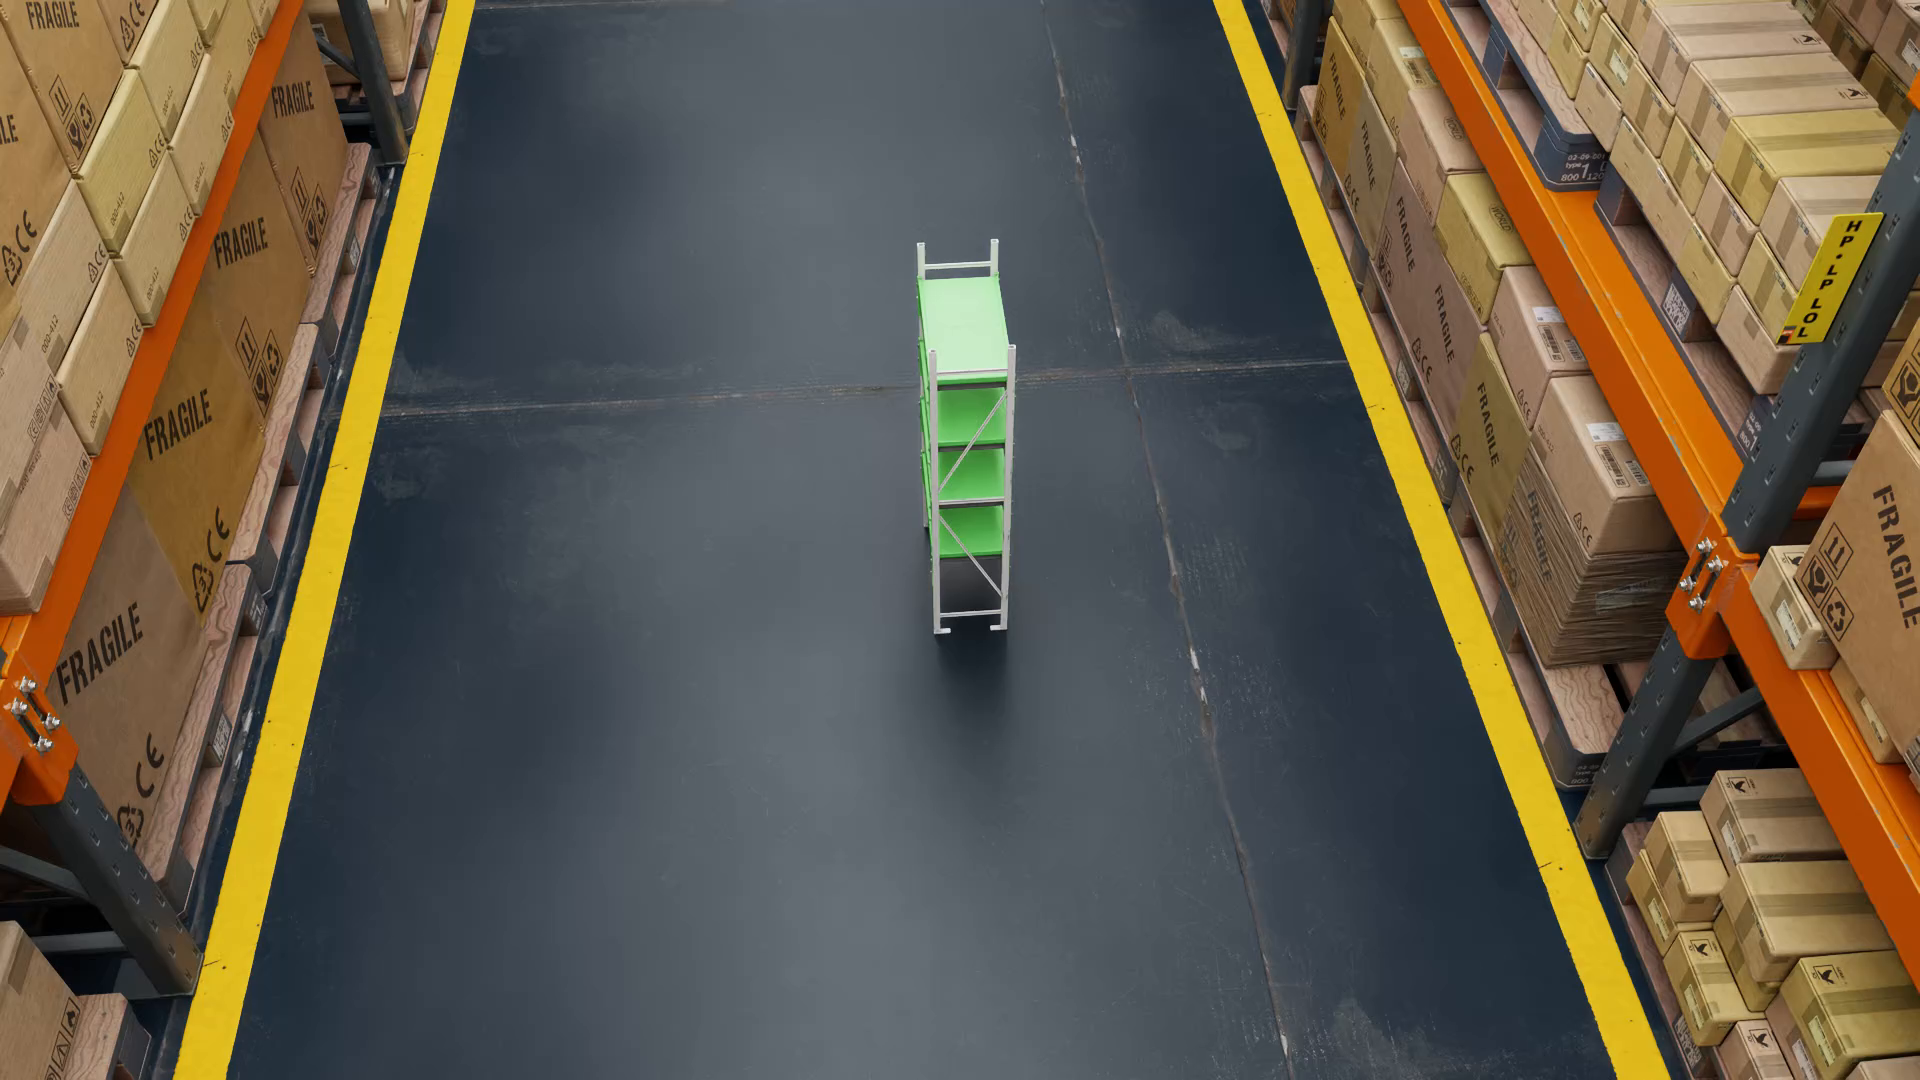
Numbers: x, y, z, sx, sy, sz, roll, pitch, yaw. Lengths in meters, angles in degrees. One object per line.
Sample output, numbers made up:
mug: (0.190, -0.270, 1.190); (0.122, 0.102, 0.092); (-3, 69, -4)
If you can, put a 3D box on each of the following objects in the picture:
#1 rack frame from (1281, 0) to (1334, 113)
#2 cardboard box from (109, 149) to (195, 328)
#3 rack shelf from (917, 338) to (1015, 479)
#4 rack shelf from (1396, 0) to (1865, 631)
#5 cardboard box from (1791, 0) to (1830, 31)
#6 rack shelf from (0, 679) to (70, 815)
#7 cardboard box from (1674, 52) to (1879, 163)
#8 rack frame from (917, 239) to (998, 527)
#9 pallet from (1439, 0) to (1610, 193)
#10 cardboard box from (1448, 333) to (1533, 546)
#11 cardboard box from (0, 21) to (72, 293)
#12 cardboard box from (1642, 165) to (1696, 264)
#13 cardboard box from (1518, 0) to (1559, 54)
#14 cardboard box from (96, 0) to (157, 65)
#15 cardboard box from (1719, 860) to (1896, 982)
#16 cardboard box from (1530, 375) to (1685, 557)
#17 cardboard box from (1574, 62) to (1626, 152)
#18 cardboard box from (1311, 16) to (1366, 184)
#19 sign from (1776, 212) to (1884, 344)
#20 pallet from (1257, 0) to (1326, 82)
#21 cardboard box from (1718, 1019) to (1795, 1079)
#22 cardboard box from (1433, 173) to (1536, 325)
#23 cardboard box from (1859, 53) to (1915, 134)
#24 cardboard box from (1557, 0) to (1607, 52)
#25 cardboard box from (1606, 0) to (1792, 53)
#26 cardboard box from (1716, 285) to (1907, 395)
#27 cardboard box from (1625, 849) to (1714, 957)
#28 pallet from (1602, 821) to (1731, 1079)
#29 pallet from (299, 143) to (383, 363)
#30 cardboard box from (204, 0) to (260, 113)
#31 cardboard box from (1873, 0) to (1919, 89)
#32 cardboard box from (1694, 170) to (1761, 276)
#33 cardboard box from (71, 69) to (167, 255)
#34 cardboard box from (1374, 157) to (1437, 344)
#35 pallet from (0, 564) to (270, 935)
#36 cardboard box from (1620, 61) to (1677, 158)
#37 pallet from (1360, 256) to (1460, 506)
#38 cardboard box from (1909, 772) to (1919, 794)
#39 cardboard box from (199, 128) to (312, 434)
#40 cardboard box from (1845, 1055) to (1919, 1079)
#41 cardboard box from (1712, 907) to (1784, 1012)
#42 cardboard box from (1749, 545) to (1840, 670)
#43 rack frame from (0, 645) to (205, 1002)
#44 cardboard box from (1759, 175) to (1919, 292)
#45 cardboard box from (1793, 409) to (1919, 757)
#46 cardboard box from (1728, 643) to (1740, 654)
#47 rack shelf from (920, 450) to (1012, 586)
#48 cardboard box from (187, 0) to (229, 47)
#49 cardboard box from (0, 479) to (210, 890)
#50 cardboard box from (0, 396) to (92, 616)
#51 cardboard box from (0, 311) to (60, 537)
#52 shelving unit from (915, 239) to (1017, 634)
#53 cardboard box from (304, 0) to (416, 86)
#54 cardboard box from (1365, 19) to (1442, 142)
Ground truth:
rack frame: (1.986, -3.061, 6.583); (1.000, 3.000, 0.127); (-3, 47, -3)
cardboard box: (-2.449, -0.821, 4.565); (0.500, 0.250, 0.500); (-4, 47, -4)
rack shelf: (0.014, -0.414, 5.073); (0.258, 0.148, 0.480); (-3, 47, -3)
rack shelf: (2.154, -1.366, 5.473); (1.077, 0.370, 4.000); (-3, 47, -3)
cardboard box: (2.632, -1.589, 4.868); (0.380, 0.149, 0.250); (-4, 47, -4)
rack shelf: (-2.436, 1.902, 2.378); (1.077, 0.370, 4.000); (-3, 47, -3)
cardboard box: (2.050, -1.089, 4.190); (0.380, 0.149, 0.250); (-5, 47, -5)
rack frame: (-0.007, -0.469, 5.368); (0.240, 1.200, 0.015); (-3, 47, -3)
pallet: (2.193, -1.565, 5.298); (1.003, 0.211, 1.213); (-3, 47, -3)
cardboard box: (1.966, -0.343, 5.441); (0.500, 0.500, 0.500); (-4, 47, -4)
cardboard box: (-2.424, -0.873, 3.753); (0.500, 0.500, 0.500); (-4, 47, -4)
cardboard box: (2.049, -0.868, 4.390); (0.380, 0.149, 0.250); (-4, 47, -3)
cardboard box: (1.956, -1.635, 5.116); (0.380, 0.149, 0.250); (-5, 47, -5)
cardboard box: (-2.513, -1.610, 4.451); (0.500, 0.500, 0.500); (-4, 47, -4)
cardboard box: (2.108, 0.929, 4.068); (0.380, 0.149, 0.250); (-1, 47, -1)
cardboard box: (2.007, -0.233, 4.820); (0.500, 0.250, 0.500); (-5, 47, -4)
cardboard box: (2.000, -1.251, 4.752); (0.380, 0.149, 0.250); (-5, 47, -5)
cardboard box: (1.791, -1.818, 6.838); (0.500, 0.500, 0.500); (-5, 47, -5)
sign: (1.768, -0.528, 3.387); (0.100, 0.325, 0.005); (-3, 47, -3)
pallet: (1.995, -2.677, 8.140); (1.003, 0.211, 1.213); (-3, 47, -3)
cardboard box: (2.126, 1.322, 4.107); (0.380, 0.149, 0.250); (-4, 47, -3)
cardboard box: (1.919, -0.987, 5.535); (0.500, 0.250, 0.500); (-5, 47, -5)
cardboard box: (2.678, -1.202, 4.501); (0.380, 0.149, 0.250); (-5, 47, -5)
cardboard box: (1.977, -1.556, 4.837); (0.380, 0.149, 0.250); (-3, 47, -3)
cardboard box: (2.011, -1.457, 4.538); (0.380, 0.149, 0.250); (-5, 47, -5)
cardboard box: (2.091, -0.500, 4.041); (0.380, 0.149, 0.250); (-4, 47, -4)
cardboard box: (2.032, 0.952, 4.456); (0.380, 0.149, 0.250); (-5, 47, -5)
pallet: (2.413, 1.276, 4.396); (1.003, 0.211, 1.213); (-3, 47, -3)
pallet: (-2.947, -1.153, 6.696); (1.003, 0.211, 1.213); (-3, 47, -3)
cardboard box: (-2.552, -1.551, 5.256); (0.500, 0.250, 0.500); (-4, 47, -4)
cardboard box: (2.680, -1.310, 4.399); (0.380, 0.149, 0.250); (-4, 47, -4)
cardboard box: (2.068, -0.793, 4.114); (0.380, 0.149, 0.250); (-3, 47, -3)
cardboard box: (-2.446, -0.991, 4.381); (0.500, 0.250, 0.500); (-3, 47, -3)
cardboard box: (1.885, -1.084, 6.143); (0.500, 0.500, 0.500); (-5, 47, -4)
pallet: (-2.743, 0.613, 5.024); (1.003, 0.211, 1.213); (-3, 47, -3)
cardboard box: (2.023, -1.171, 4.472); (0.380, 0.149, 0.250); (-5, 47, -5)
pallet: (2.149, -0.656, 6.226); (1.003, 0.211, 1.213); (-3, 47, -3)
cardboard box: (2.189, 0.517, 3.368); (0.380, 0.149, 0.250); (-5, 47, -5)
cardboard box: (-2.892, -0.950, 5.758); (0.875, 0.875, 0.875); (-3, 47, -3)
cardboard box: (2.222, 1.297, 3.720); (0.380, 0.149, 0.250); (-5, 47, -4)
cardboard box: (2.143, 1.026, 4.181); (0.380, 0.149, 0.250); (-3, 47, -3)
cardboard box: (2.019, 0.145, 3.720); (0.380, 0.149, 0.250); (-2, 47, -2)
rack frame: (-2.603, 0.207, 3.488); (1.000, 3.000, 0.127); (-3, 47, -3)
cardboard box: (2.093, -0.708, 3.828); (0.380, 0.149, 0.250); (-2, 47, -1)
cardboard box: (2.112, 0.070, 3.344); (0.500, 0.500, 0.500); (-4, 47, -4)
cardboard box: (2.524, -0.002, 5.119); (0.500, 0.500, 0.500); (-2, 47, -2)
rack shelf: (0.014, -0.084, 5.422); (0.258, 0.148, 0.480); (-3, 47, -3)
cardboard box: (-2.534, -1.732, 5.083); (0.500, 0.250, 0.500); (-5, 47, -4)
cardboard box: (-2.735, 0.350, 4.527); (0.875, 0.875, 0.875); (-2, 47, -2)
cardboard box: (-2.377, -0.075, 3.859); (0.500, 0.250, 0.500); (-4, 47, -4)
cardboard box: (-2.359, -0.248, 3.678); (0.500, 0.250, 0.500); (-5, 47, -4)
shelving unit: (0.014, -0.293, 5.201); (0.258, 1.200, 0.503); (-3, 47, -3)
cardboard box: (-2.975, -2.337, 7.418); (0.950, 0.372, 0.625); (-6, 47, -6)
cardboard box: (1.845, -1.723, 6.232); (0.500, 0.250, 0.500); (-4, 47, -4)
